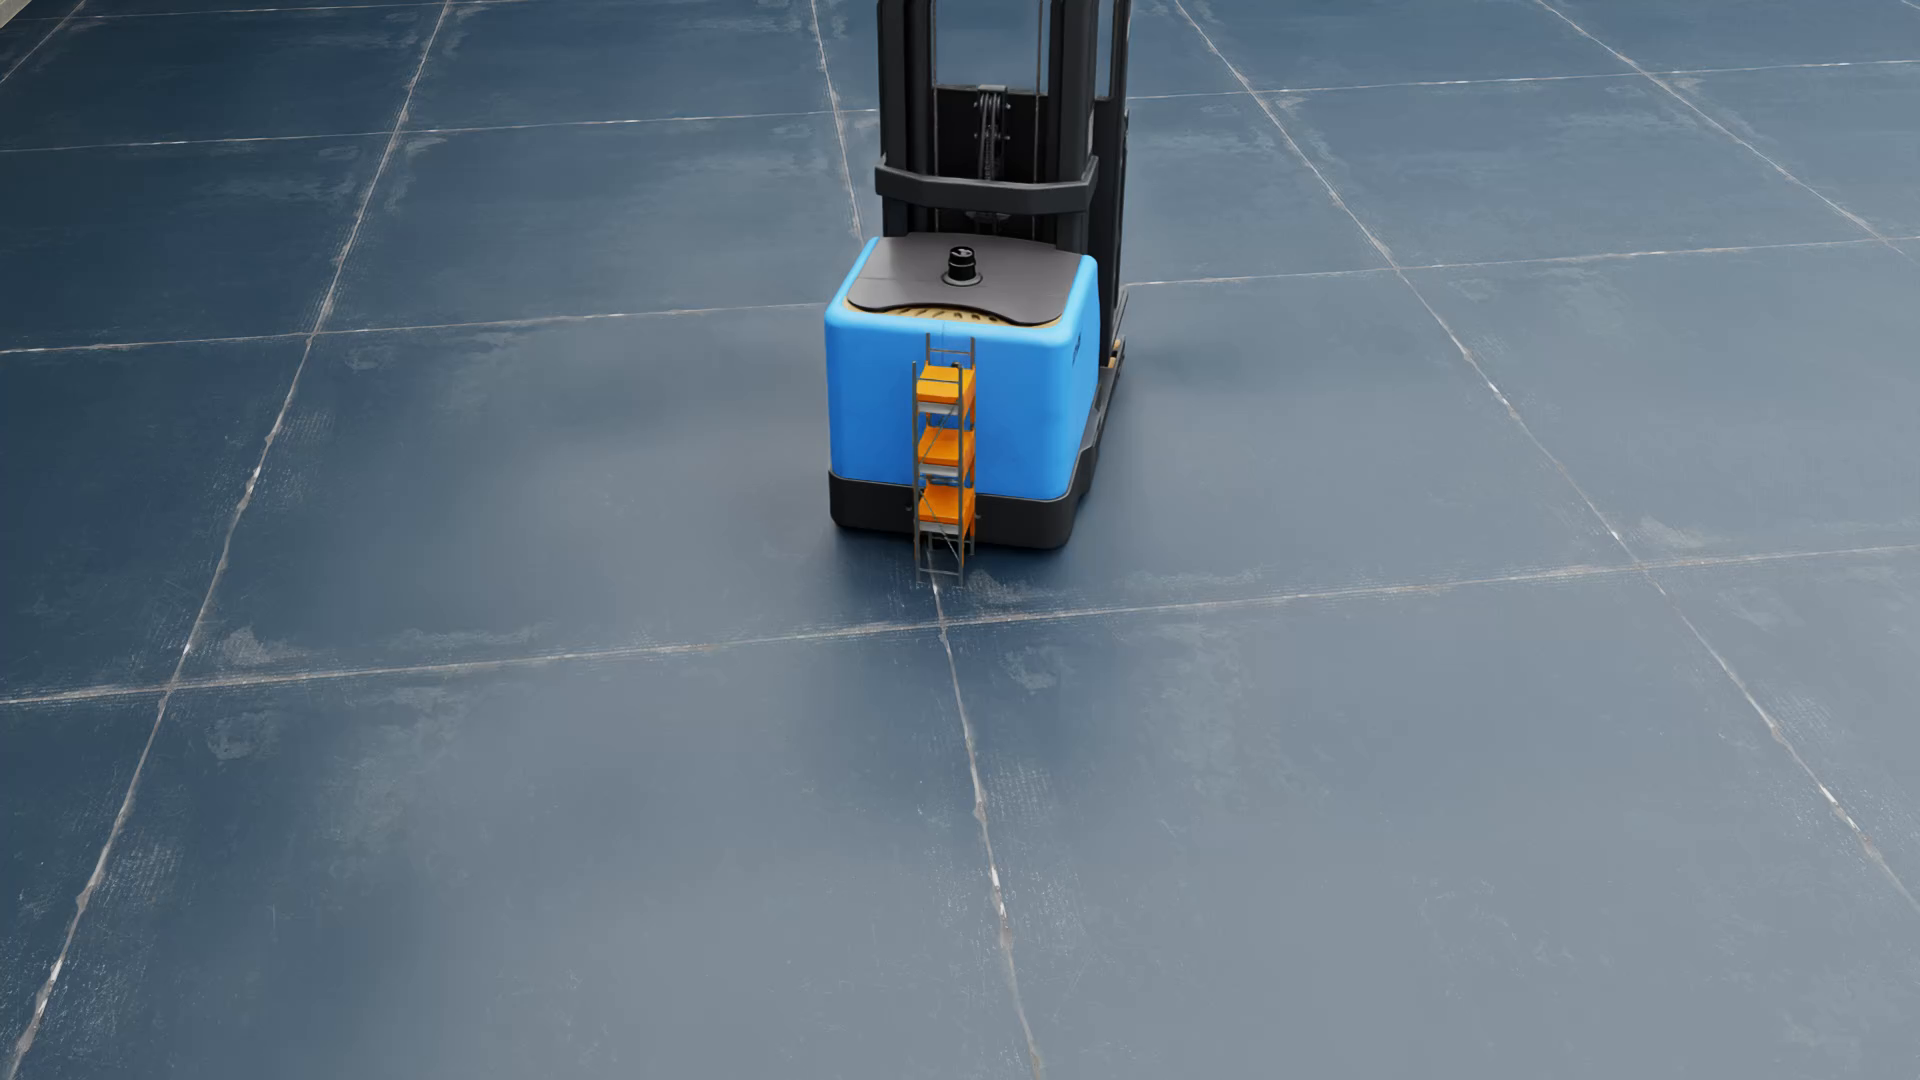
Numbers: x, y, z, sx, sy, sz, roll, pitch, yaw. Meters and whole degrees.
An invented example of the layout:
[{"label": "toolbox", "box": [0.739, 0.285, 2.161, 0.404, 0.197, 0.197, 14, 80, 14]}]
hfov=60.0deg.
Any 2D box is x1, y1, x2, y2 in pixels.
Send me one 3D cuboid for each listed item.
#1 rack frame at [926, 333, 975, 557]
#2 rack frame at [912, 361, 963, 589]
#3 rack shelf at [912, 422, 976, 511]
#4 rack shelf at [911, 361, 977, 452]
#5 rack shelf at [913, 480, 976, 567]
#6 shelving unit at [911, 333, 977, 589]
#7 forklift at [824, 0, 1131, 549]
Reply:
[{"label": "rack frame", "box": [-0.038, -0.375, 6.869, 0.200, 1.050, 0.008, 7, 35, 10]}, {"label": "rack frame", "box": [-0.087, -0.241, 6.671, 0.200, 1.050, 0.008, 7, 35, 10]}, {"label": "rack shelf", "box": [-0.062, -0.299, 6.776, 0.215, 0.259, 0.240, 7, 35, 10]}, {"label": "rack shelf", "box": [-0.062, -0.534, 6.616, 0.215, 0.259, 0.240, 7, 35, 10]}, {"label": "rack shelf", "box": [-0.062, -0.070, 6.932, 0.215, 0.259, 0.240, 7, 35, 10]}, {"label": "shelving unit", "box": [-0.062, -0.308, 6.770, 0.215, 1.050, 0.252, 7, 35, 10]}, {"label": "forklift", "box": [0.234, -1.997, 7.577, 1.130, 2.935, 3.031, 7, 35, 10]}]
